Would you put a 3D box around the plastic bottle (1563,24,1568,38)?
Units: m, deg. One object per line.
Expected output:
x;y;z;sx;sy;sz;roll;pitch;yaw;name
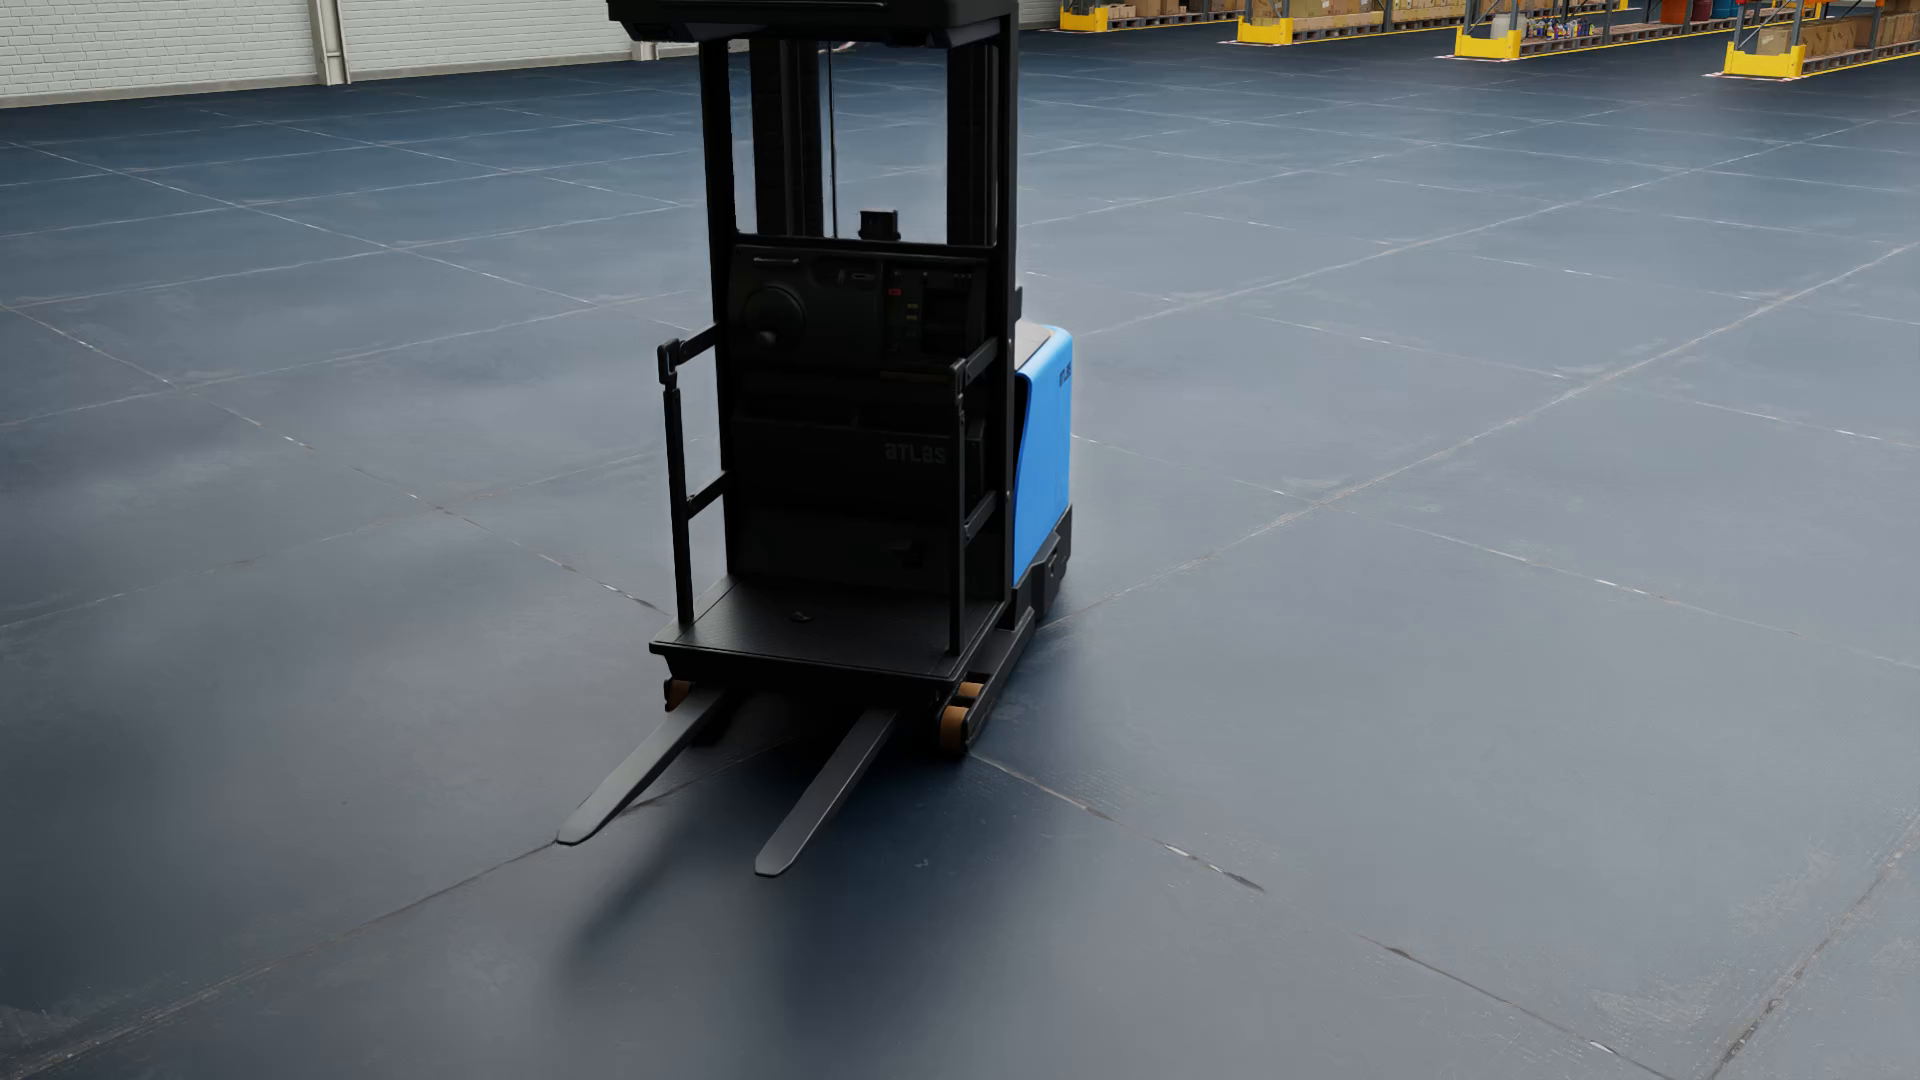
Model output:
11.767;-9.904;32.350;0.097;0.271;0.097;0;21;0;plastic bottle

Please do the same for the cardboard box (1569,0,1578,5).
15.697;-13.905;42.906;0.380;0.166;0.250;19;28;41;cardboard box

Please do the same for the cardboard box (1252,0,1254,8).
7.077;-13.556;41.534;0.700;0.500;0.500;19;28;40;cardboard box

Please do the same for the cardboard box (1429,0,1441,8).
10.611;-12.301;37.862;0.500;0.311;0.500;-19;28;-41;cardboard box

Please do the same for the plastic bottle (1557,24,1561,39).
11.555;-9.826;32.148;0.097;0.271;0.097;0;21;0;plastic bottle

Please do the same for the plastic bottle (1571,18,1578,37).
12.017;-10.045;32.607;0.144;0.351;0.185;19;28;40;plastic bottle

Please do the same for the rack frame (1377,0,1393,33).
9.072;-12.687;36.401;1.000;3.000;0.127;19;28;41;rack frame

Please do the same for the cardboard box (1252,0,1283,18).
6.443;-11.134;34.562;0.500;0.500;0.500;19;28;41;cardboard box

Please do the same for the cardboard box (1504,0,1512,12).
13.100;-13.063;40.250;0.500;0.500;0.500;19;28;40;cardboard box

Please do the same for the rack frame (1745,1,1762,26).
18.200;-13.503;38.524;1.000;3.000;0.127;19;28;41;rack frame

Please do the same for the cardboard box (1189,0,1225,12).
6.022;-13.158;40.497;0.500;0.500;0.700;-19;28;-40;cardboard box

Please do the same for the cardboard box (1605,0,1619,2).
17.241;-14.609;44.272;0.500;0.500;0.500;19;28;41;cardboard box

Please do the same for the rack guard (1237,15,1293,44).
6.265;-10.486;34.159;1.175;0.500;0.348;19;28;41;rack guard

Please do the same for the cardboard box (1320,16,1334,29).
7.511;-10.911;35.029;0.500;0.250;0.500;19;28;41;cardboard box

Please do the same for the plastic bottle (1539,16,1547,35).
11.627;-10.263;33.174;0.144;0.351;0.185;18;27;38;plastic bottle

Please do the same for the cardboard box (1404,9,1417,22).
9.889;-11.772;37.269;0.500;0.250;0.500;-19;28;-41;cardboard box

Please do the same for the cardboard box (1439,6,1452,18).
10.960;-12.169;38.302;0.500;0.250;0.500;-19;28;-41;cardboard box

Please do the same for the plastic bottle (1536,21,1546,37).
11.454;-10.088;32.823;0.152;0.276;0.135;19;28;41;plastic bottle

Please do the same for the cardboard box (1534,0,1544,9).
14.163;-13.458;41.279;0.500;0.500;0.500;19;28;41;cardboard box

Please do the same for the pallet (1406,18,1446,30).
10.410;-11.900;38.240;1.003;0.211;1.213;19;28;41;pallet

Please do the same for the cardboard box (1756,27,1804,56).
13.825;-8.364;28.053;0.500;0.500;0.500;-14;25;-32;cardboard box

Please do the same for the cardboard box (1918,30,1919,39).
18.505;-10.096;32.532;0.700;0.500;0.500;17;27;38;cardboard box

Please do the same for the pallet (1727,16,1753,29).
17.631;-12.013;38.535;1.003;0.211;1.213;19;28;41;pallet

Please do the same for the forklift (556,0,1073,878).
-0.414;-0.793;5.552;1.130;2.935;3.031;6;22;15;forklift

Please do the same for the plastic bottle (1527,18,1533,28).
11.200;-10.106;32.765;0.185;0.351;0.144;-19;28;-40;plastic bottle

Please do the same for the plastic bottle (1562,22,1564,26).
11.824;-9.999;32.582;0.061;0.283;0.133;19;28;41;plastic bottle

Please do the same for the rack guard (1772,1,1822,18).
20.997;-13.373;41.672;1.175;0.500;0.348;19;28;41;rack guard

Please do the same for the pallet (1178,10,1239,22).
6.063;-12.825;40.646;1.003;0.211;1.213;19;28;41;pallet

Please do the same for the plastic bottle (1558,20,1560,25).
12.082;-10.406;33.656;0.097;0.271;0.097;0;21;0;plastic bottle

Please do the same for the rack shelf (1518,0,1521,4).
11.224;-10.596;31.965;1.077;0.370;4.000;19;28;41;rack shelf

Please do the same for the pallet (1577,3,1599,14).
15.984;-13.933;43.530;1.003;0.211;1.213;19;28;41;pallet

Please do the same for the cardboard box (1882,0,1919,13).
18.149;-10.305;32.029;0.500;0.250;0.500;-16;26;-36;cardboard box

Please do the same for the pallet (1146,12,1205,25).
5.077;-12.443;39.653;1.003;0.211;1.213;19;28;41;pallet

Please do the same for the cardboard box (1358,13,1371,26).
8.550;-11.299;36.039;0.500;0.250;0.500;19;28;41;cardboard box

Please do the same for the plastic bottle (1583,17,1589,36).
12.376;-10.177;32.951;0.144;0.351;0.185;18;28;39;plastic bottle

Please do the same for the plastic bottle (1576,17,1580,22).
12.273;-10.213;33.045;0.144;0.351;0.185;19;28;41;plastic bottle

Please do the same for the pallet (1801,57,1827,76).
14.022;-8.096;28.344;1.003;0.211;1.213;19;28;41;pallet

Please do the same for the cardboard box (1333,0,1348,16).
7.864;-11.388;35.225;0.500;0.500;0.500;19;28;41;cardboard box

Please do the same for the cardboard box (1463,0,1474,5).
11.674;-12.693;38.883;0.500;0.311;0.500;-19;28;-41;cardboard box

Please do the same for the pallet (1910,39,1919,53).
18.412;-9.733;32.602;1.003;0.211;1.213;19;28;41;pallet

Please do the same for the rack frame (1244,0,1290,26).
6.282;-11.659;33.726;1.000;3.000;0.127;19;28;41;rack frame

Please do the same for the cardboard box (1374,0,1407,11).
9.539;-11.905;36.833;0.500;0.311;0.500;19;28;41;cardboard box

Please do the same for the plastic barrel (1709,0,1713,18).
16.856;-12.097;37.749;0.421;0.512;0.421;0;21;0;plastic barrel

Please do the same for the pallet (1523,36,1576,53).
11.269;-9.667;32.432;1.003;0.211;1.213;19;28;41;pallet

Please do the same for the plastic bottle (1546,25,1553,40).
11.316;-9.738;31.918;0.097;0.271;0.097;0;21;0;plastic bottle

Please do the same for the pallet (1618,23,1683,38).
14.841;-10.983;35.856;1.003;0.211;1.213;19;28;41;pallet

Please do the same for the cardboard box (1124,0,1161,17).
4.223;-12.414;38.562;0.700;0.500;0.500;17;27;37;cardboard box

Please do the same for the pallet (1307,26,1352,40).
7.636;-10.876;35.577;1.003;0.211;1.213;19;28;41;pallet

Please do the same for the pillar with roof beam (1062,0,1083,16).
5.683;-15.017;34.101;9.100;9.000;0.400;19;28;41;pillar with roof beam

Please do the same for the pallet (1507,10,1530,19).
13.262;-12.908;40.863;1.003;0.211;1.213;19;28;41;pallet

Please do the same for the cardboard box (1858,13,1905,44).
17.347;-9.659;31.395;0.700;0.500;0.500;16;26;36;cardboard box

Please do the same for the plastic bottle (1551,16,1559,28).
11.862;-10.275;33.206;0.144;0.351;0.185;19;28;41;plastic bottle

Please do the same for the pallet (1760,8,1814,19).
20.387;-13.027;41.173;1.003;0.211;1.213;19;28;41;pallet

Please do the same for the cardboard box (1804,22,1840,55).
15.089;-8.815;29.225;0.500;0.500;0.500;16;26;36;cardboard box

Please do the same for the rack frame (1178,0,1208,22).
5.521;-13.926;39.624;1.000;3.000;0.127;19;28;41;rack frame

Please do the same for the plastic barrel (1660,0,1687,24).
15.738;-11.787;36.501;0.600;0.830;0.708;19;28;41;plastic barrel
